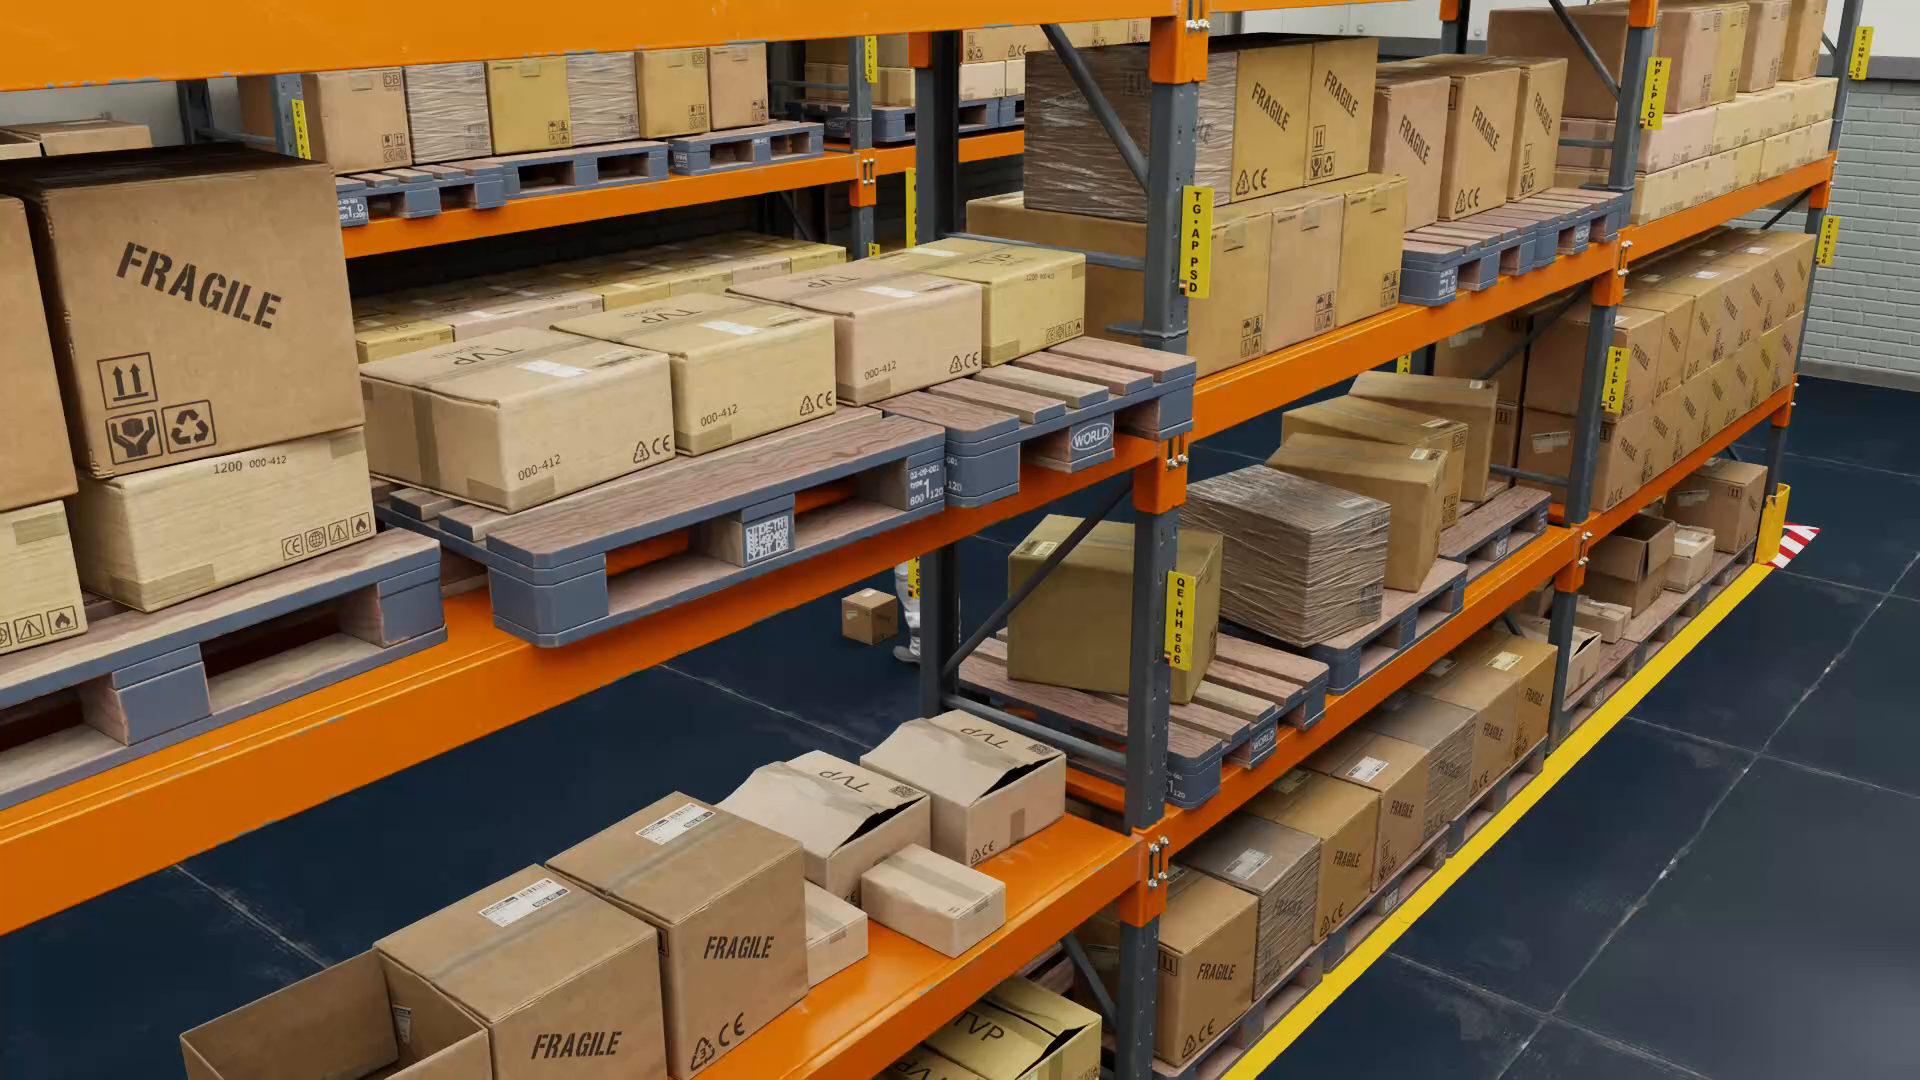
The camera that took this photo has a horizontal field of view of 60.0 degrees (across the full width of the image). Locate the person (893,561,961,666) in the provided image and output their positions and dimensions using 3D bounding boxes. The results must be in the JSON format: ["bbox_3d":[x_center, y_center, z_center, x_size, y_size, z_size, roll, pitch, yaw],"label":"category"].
[{"bbox_3d":[-0.218,-0.122,9.906,0.388,1.767,0.533,16,26,38],"label":"person"}]
